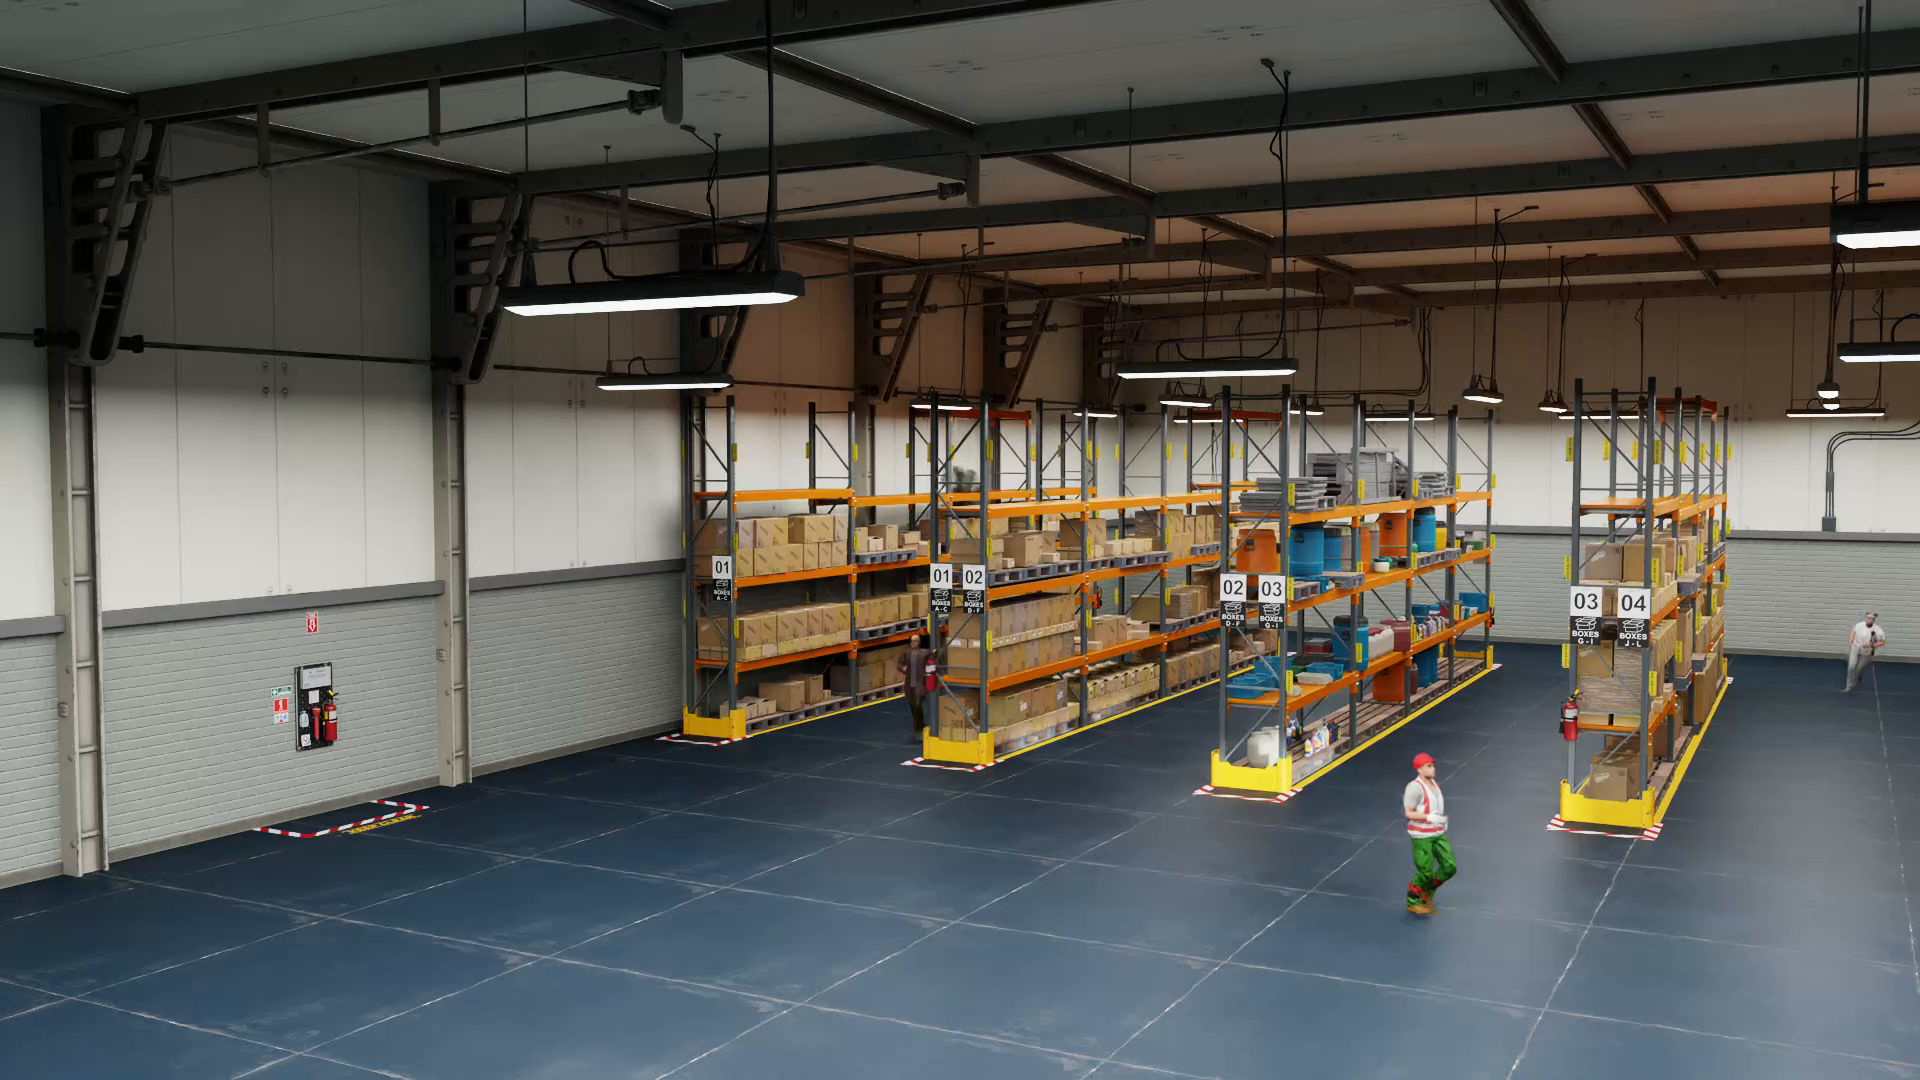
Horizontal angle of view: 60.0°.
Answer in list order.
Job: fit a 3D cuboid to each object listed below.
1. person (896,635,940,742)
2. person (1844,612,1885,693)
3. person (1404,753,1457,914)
[{"bbox_3d":[-0.767,2.584,29.115,0.710,1.861,0.789,1,3,23],"label":"person"},{"bbox_3d":[18.935,2.342,34.746,0.765,1.720,0.687,-3,4,-44],"label":"person"},{"bbox_3d":[5.066,3.172,17.840,0.639,1.759,0.612,-2,4,-36],"label":"person"}]
